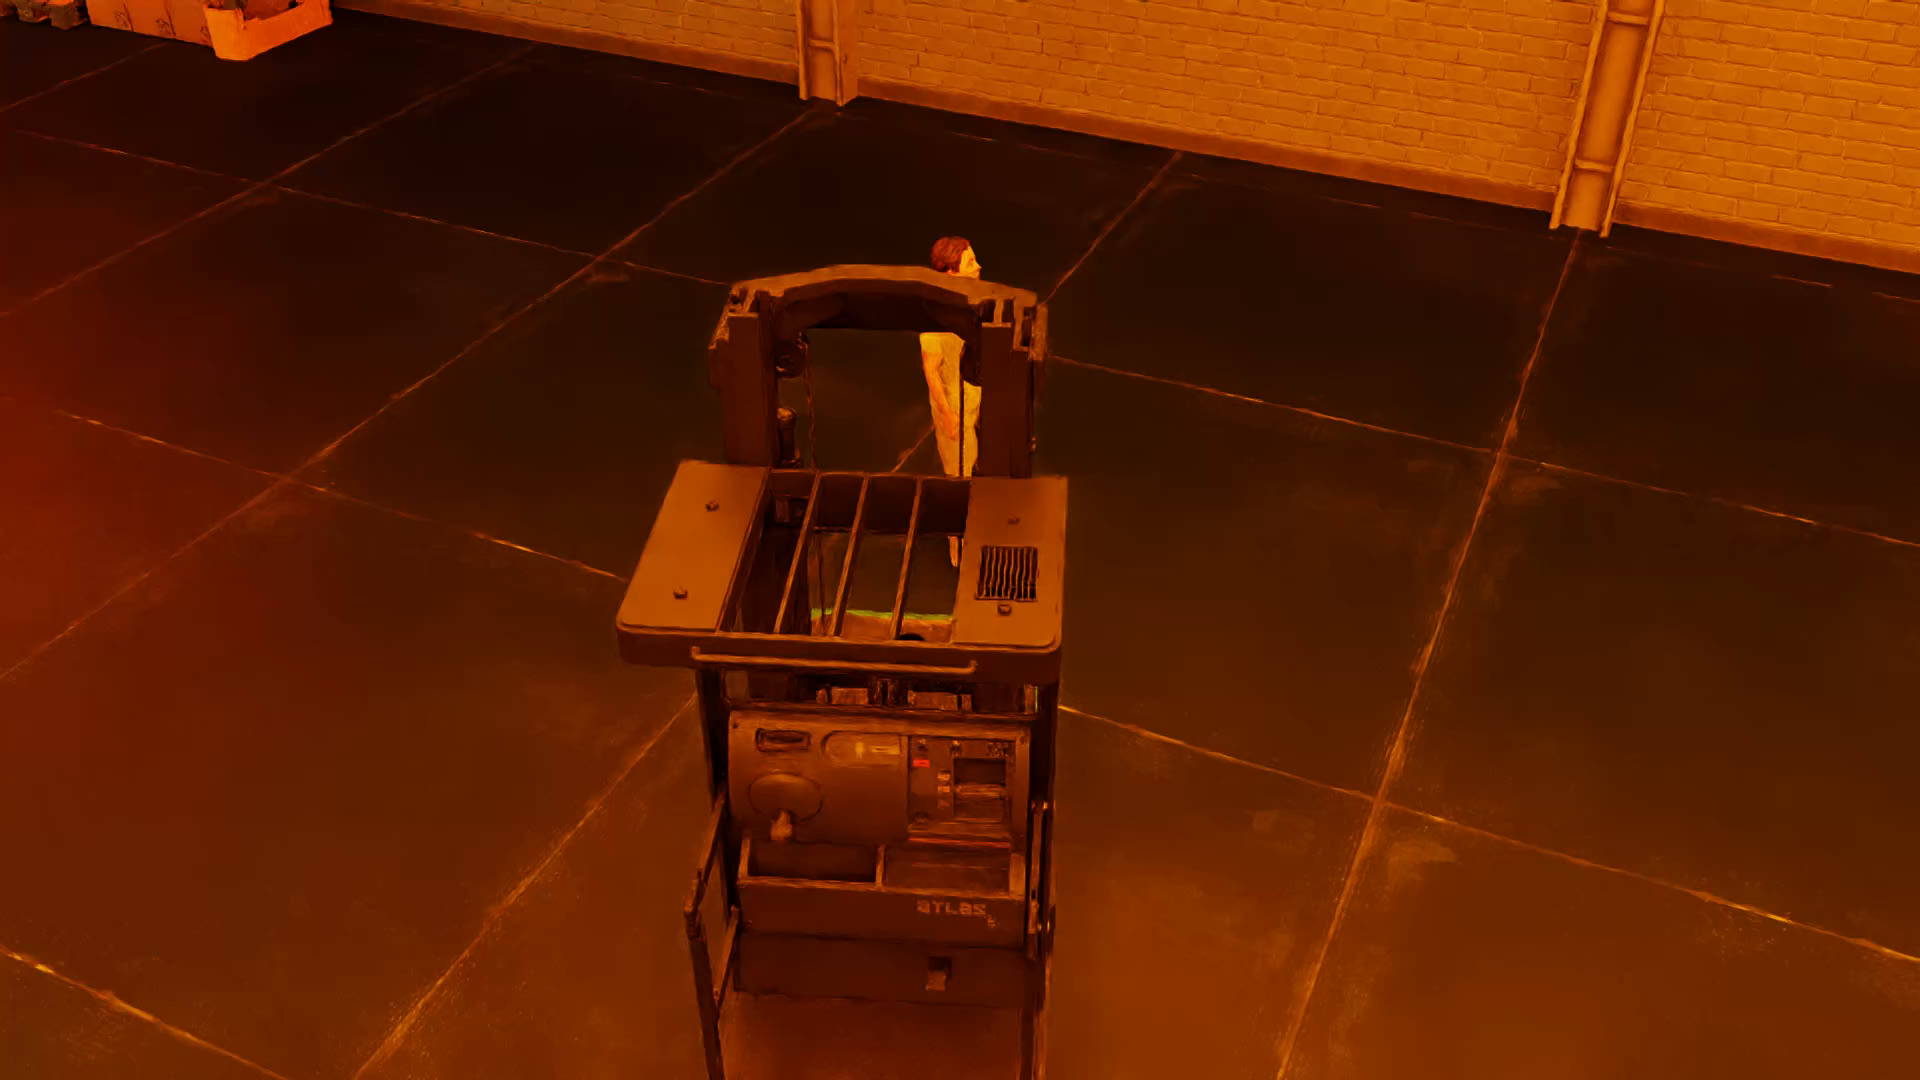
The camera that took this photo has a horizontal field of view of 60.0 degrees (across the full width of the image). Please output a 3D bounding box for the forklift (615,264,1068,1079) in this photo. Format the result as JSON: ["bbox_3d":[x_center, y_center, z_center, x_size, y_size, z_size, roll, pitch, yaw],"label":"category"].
[{"bbox_3d":[-0.266,0.810,4.950,1.130,2.935,3.031,3,36,4],"label":"forklift"}]

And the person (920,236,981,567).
[{"bbox_3d":[0.062,-0.663,8.085,0.548,1.674,0.550,15,38,20],"label":"person"}]
